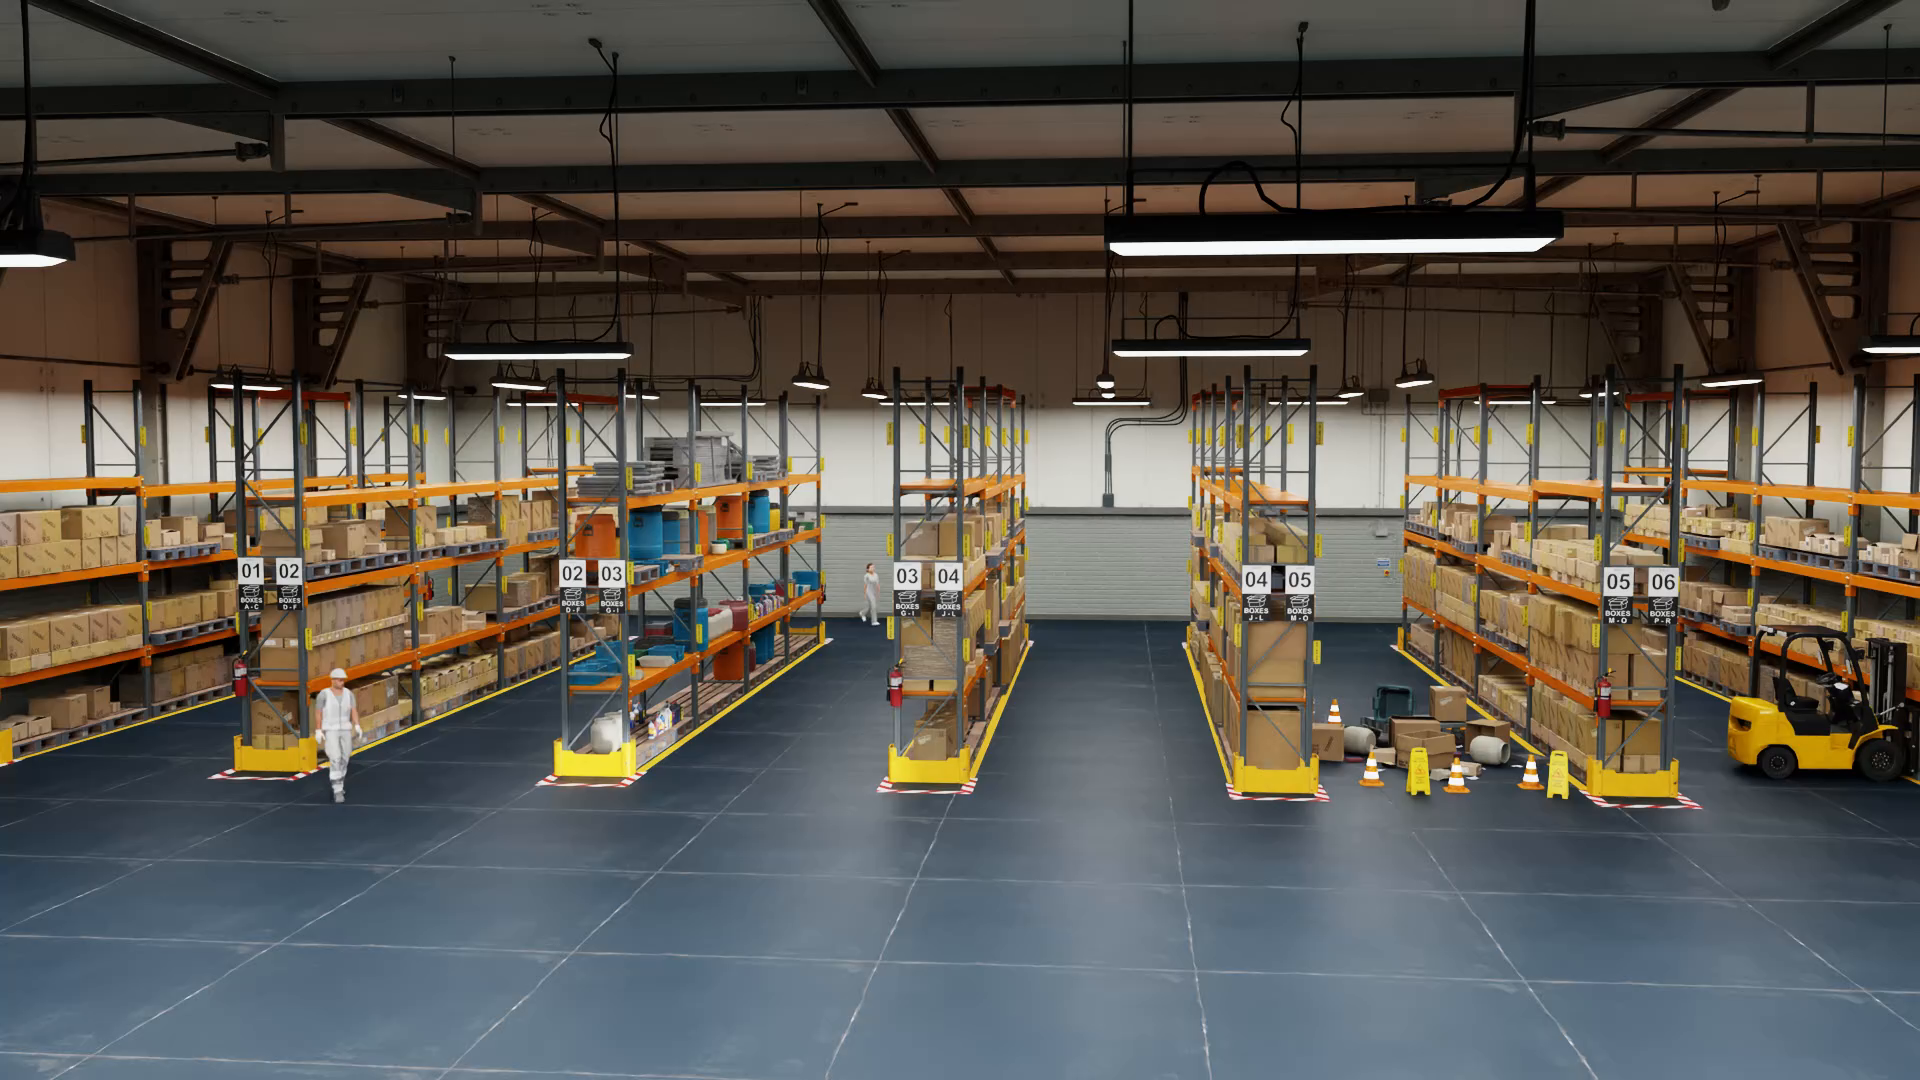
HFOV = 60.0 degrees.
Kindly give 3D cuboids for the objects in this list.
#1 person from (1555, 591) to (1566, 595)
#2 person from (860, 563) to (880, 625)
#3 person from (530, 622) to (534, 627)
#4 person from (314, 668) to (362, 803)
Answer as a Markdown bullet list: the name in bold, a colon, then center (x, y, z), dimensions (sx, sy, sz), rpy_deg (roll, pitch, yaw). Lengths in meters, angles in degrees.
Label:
- **person**: center (14.423, 1.634, 40.150), dimensions (1.057, 1.750, 0.540), rpy_deg (0, 4, 1)
- **person**: center (-2.386, 1.436, 44.131), dimensions (0.817, 1.623, 0.443), rpy_deg (3, 5, 41)
- **person**: center (-10.504, 1.601, 40.274), dimensions (0.605, 1.776, 0.613), rpy_deg (0, 4, 8)
- **person**: center (-8.570, 2.687, 23.040), dimensions (0.558, 1.791, 0.753), rpy_deg (-3, 5, -44)
